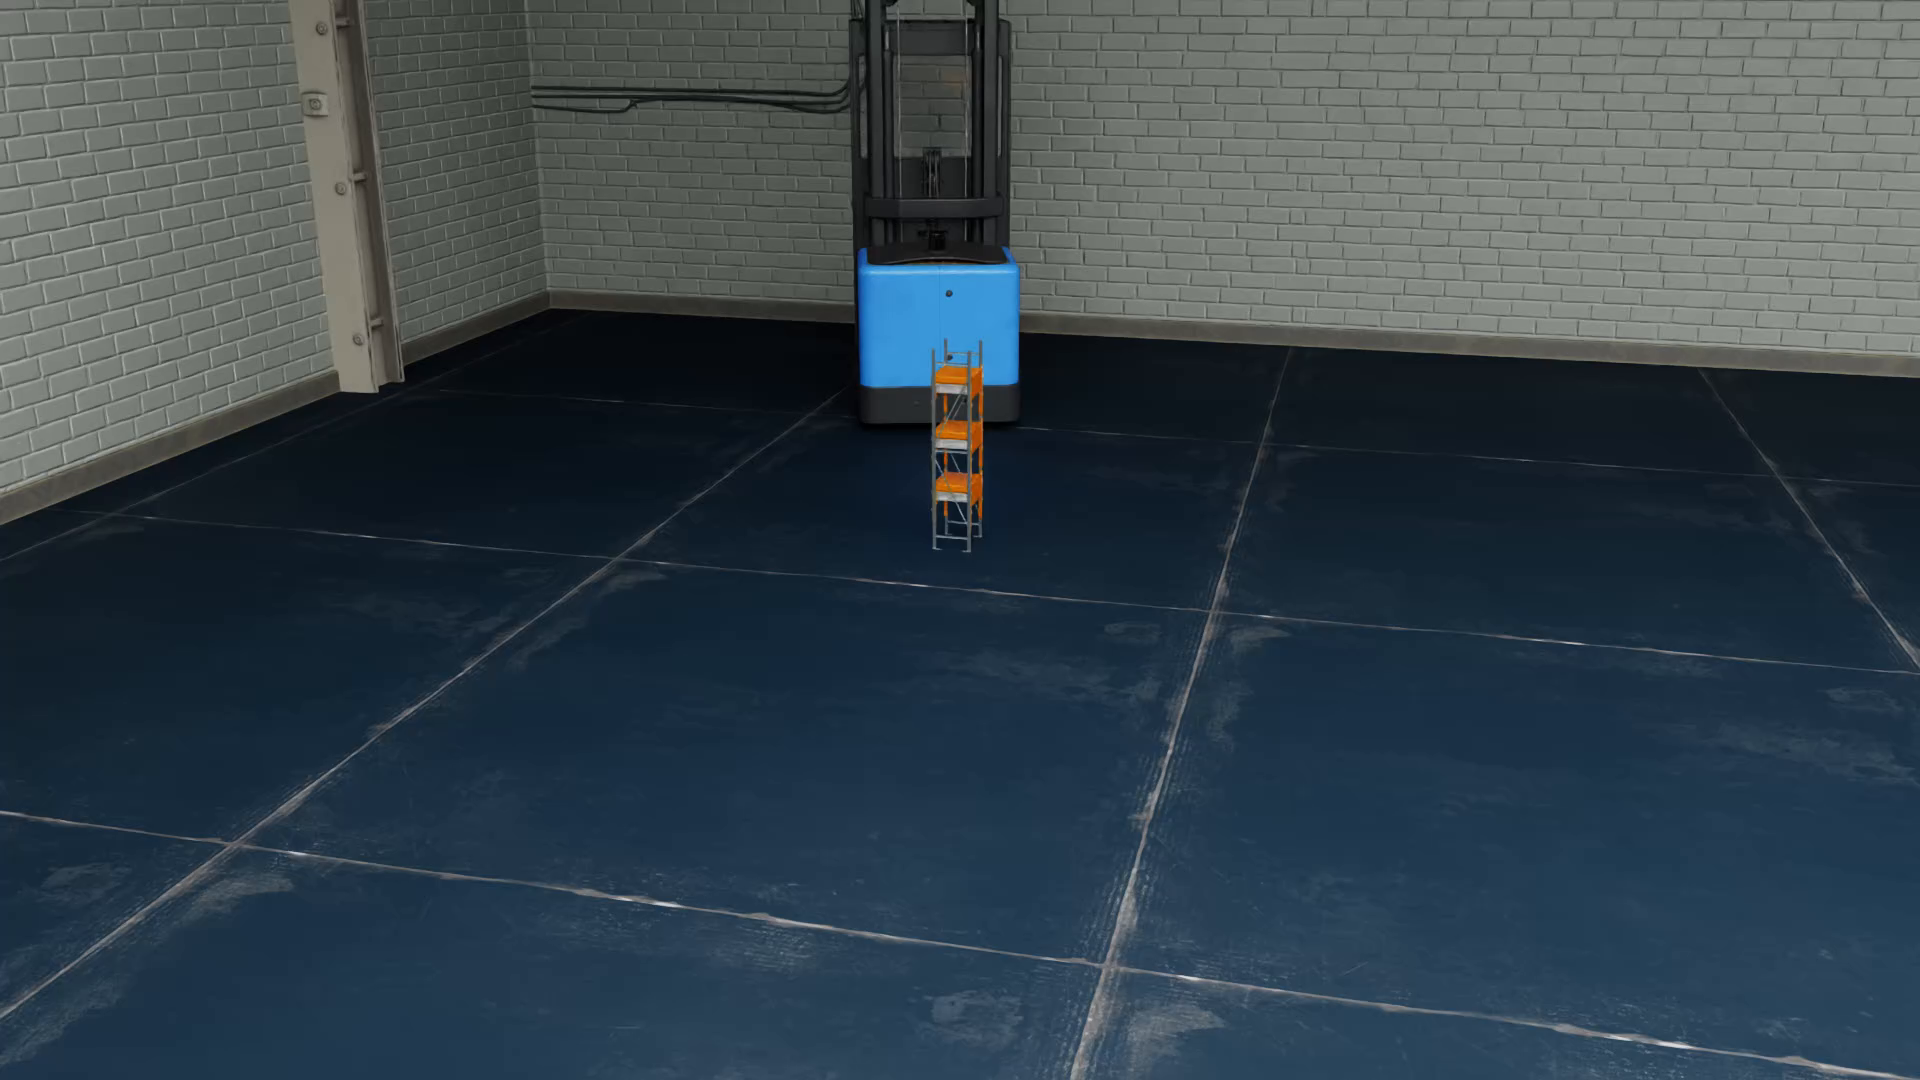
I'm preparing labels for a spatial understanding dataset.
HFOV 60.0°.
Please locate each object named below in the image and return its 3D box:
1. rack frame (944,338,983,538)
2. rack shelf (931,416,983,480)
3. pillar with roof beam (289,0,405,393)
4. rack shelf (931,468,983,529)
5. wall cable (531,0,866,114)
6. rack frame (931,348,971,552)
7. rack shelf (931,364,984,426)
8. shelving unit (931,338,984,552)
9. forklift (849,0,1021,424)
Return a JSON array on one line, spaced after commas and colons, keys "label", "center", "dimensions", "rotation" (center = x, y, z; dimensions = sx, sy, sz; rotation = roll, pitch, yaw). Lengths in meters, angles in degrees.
[{"label": "rack frame", "center": [0.017, -0.518, 8.581], "dimensions": [0.200, 1.050, 0.008], "rotation": [5, 19, 13]}, {"label": "rack shelf", "center": [-0.013, -0.470, 8.472], "dimensions": [0.215, 0.259, 0.240], "rotation": [5, 19, 13]}, {"label": "pillar with roof beam", "center": [-0.048, -5.025, 9.478], "dimensions": [9.100, 9.000, 0.400], "rotation": [5, 19, 13]}, {"label": "rack shelf", "center": [-0.013, -0.207, 8.562], "dimensions": [0.215, 0.259, 0.240], "rotation": [5, 19, 13]}, {"label": "wall cable", "center": [-2.221, -4.715, 13.373], "dimensions": [3.097, 2.526, 0.112], "rotation": [5, 19, 13]}, {"label": "rack frame", "center": [-0.043, -0.442, 8.357], "dimensions": [0.200, 1.050, 0.008], "rotation": [5, 19, 13]}, {"label": "rack shelf", "center": [-0.013, -0.739, 8.380], "dimensions": [0.215, 0.259, 0.240], "rotation": [5, 19, 13]}, {"label": "shelving unit", "center": [-0.013, -0.480, 8.469], "dimensions": [0.215, 1.050, 0.252], "rotation": [5, 19, 13]}, {"label": "forklift", "center": [-0.215, -2.558, 11.643], "dimensions": [1.130, 2.935, 3.031], "rotation": [-1, 19, -3]}]
